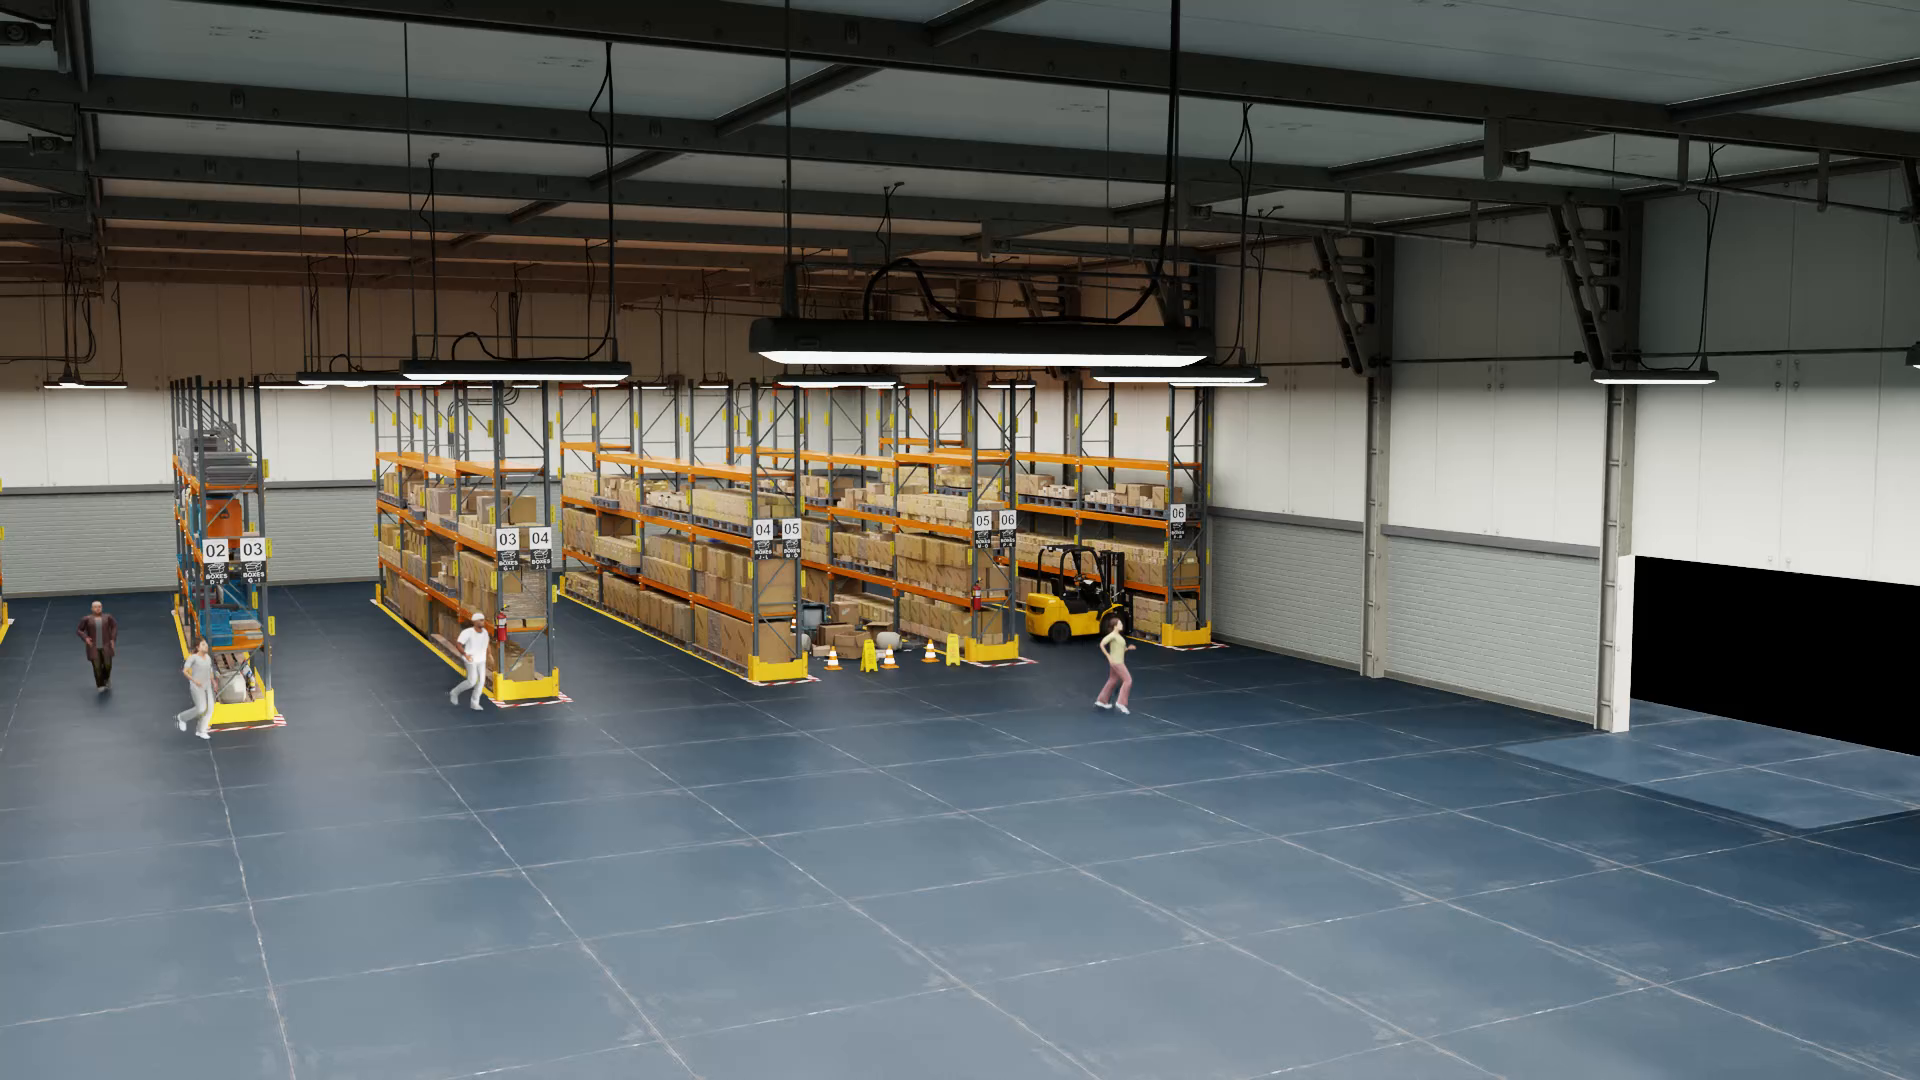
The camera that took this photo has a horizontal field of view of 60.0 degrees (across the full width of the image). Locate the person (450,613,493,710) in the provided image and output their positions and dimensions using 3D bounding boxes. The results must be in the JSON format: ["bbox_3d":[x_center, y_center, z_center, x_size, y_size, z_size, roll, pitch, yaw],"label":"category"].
[{"bbox_3d":[-8.794,2.182,30.187,0.710,1.722,0.750,3,6,31],"label":"person"}]

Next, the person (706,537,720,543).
[{"bbox_3d":[-7.558,0.461,50.745,0.958,1.543,0.616,-2,5,-21],"label":"person"}]

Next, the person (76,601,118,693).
[{"bbox_3d":[-16.430,2.078,31.707,0.716,1.657,0.630,-3,6,-32],"label":"person"}]

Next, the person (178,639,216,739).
[{"bbox_3d":[-12.677,2.462,27.727,0.630,1.650,0.576,2,5,21],"label":"person"}]

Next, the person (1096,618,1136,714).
[{"bbox_3d":[2.785,2.246,29.752,0.723,1.721,0.543,1,5,12],"label":"person"}]
